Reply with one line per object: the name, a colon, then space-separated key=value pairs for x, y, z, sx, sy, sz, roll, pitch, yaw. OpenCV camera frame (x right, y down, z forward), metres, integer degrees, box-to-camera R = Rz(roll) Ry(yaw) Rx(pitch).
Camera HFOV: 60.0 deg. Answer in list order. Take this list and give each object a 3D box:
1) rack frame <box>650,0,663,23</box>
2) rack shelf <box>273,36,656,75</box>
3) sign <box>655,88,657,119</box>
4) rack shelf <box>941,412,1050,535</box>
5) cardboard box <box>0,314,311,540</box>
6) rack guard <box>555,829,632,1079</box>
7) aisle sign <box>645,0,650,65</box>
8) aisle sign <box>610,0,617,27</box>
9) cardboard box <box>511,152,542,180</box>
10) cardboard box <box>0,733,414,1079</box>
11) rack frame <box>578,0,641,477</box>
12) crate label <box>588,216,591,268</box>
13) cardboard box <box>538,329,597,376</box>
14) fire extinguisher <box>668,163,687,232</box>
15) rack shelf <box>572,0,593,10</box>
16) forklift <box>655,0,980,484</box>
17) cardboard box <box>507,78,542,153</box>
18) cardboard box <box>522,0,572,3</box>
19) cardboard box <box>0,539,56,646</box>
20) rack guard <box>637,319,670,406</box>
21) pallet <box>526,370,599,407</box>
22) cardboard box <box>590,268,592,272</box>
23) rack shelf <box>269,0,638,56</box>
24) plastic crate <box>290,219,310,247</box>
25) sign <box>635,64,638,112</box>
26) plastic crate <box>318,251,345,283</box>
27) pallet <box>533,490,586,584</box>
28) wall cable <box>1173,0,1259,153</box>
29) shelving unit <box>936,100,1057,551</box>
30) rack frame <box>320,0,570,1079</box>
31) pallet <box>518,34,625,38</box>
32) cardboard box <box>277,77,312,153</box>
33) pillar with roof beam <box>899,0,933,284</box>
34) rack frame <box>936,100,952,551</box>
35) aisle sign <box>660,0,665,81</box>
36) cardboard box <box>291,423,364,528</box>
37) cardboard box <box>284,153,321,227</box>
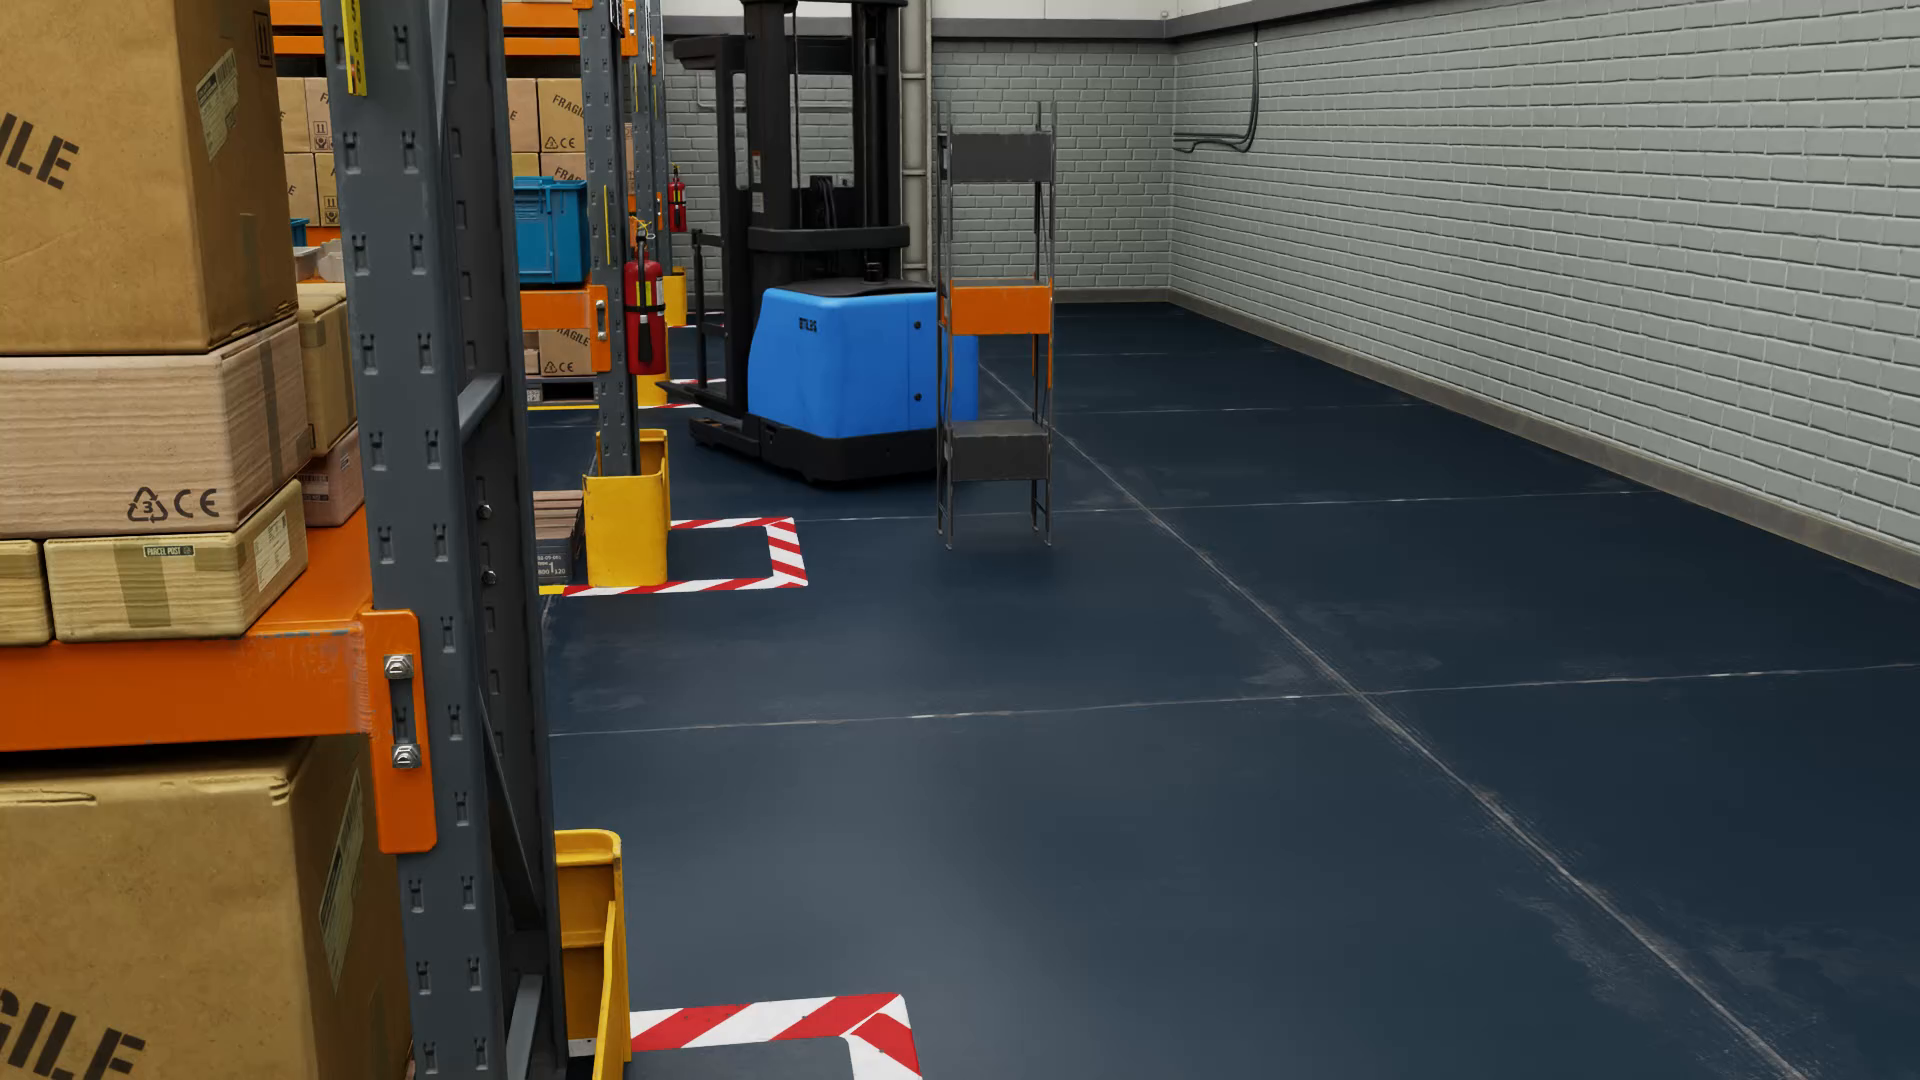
rack frame: x=-3.064 y=-6.676 z=16.341 sx=0.127 sy=3.000 sz=1.000 roll=-2 pitch=14 yaw=-8
rack shelf: x=-5.041 y=-4.799 z=16.504 sx=4.000 sy=0.370 sz=1.077 roll=-2 pitch=14 yaw=-8
sign: x=-2.997 y=-4.311 z=16.379 sx=0.005 sy=0.325 sz=0.100 roll=-2 pitch=14 yaw=-8
rack shelf: x=0.164 y=-0.332 z=8.164 sx=0.480 sy=0.518 sz=0.431 roll=-2 pitch=14 yaw=-8
cardboard box: x=-1.290 y=-0.181 z=2.476 sx=0.500 sy=0.250 sz=0.500 roll=-2 pitch=14 yaw=-9
rack guard: x=-0.826 y=1.020 z=3.126 sx=0.348 sy=0.500 sz=1.175 roll=-2 pitch=14 yaw=-8
aisle sign: x=-2.209 y=-3.764 z=11.720 sx=0.004 sy=0.787 sz=0.394 roll=-2 pitch=14 yaw=-8
aisle sign: x=-1.473 y=-2.576 z=6.982 sx=0.004 sy=0.787 sz=0.394 roll=-2 pitch=14 yaw=-8
cardboard box: x=-3.237 y=-2.521 z=11.904 sx=0.500 sy=0.500 sz=0.500 roll=-2 pitch=14 yaw=-8
cardboard box: x=-1.471 y=0.678 z=2.856 sx=0.875 sy=0.875 sz=0.875 roll=-2 pitch=14 yaw=-8
rack frame: x=-1.588 y=-1.383 z=7.569 sx=0.127 sy=3.000 sz=1.000 roll=-2 pitch=14 yaw=-8
crate label: x=-1.881 y=-1.401 z=7.862 sx=0.303 sy=0.233 sz=0.416 roll=-2 pitch=14 yaw=-8
cardboard box: x=-2.823 y=-1.496 z=12.256 sx=0.500 sy=0.500 sz=0.500 roll=-2 pitch=14 yaw=-8
fire extinguisher: x=-2.846 y=-3.442 z=16.705 sx=0.183 sy=0.674 sz=0.296 roll=-2 pitch=14 yaw=-8
rack shelf: x=-3.565 y=-2.416 z=7.002 sx=4.000 sy=0.370 sz=1.077 roll=-2 pitch=14 yaw=-8
forklift: x=-1.078 y=-2.048 z=10.364 sx=1.130 sy=2.935 sz=3.031 roll=-9 pitch=16 yaw=-31
cardboard box: x=-3.221 y=-3.007 z=11.784 sx=0.500 sy=0.500 sz=0.500 roll=-2 pitch=14 yaw=-7
cardboard box: x=-2.791 y=-3.874 z=11.646 sx=0.500 sy=0.250 sz=0.500 roll=-2 pitch=14 yaw=-8
cardboard box: x=-1.410 y=0.033 z=2.442 sx=0.250 sy=0.149 sz=0.380 roll=-2 pitch=14 yaw=-8
rack guard: x=-2.397 y=-1.359 z=12.613 sx=0.348 sy=0.500 sz=1.175 roll=-2 pitch=14 yaw=-8
pallet: x=-3.185 y=-1.190 z=12.532 sx=1.213 sy=0.211 sz=1.003 roll=-2 pitch=14 yaw=-8
cardboard box: x=-3.741 y=-2.707 z=17.127 sx=0.500 sy=0.500 sz=0.700 roll=-2 pitch=14 yaw=-8
rack shelf: x=-4.300 y=-3.608 z=11.754 sx=4.000 sy=0.370 sz=1.077 roll=-2 pitch=14 yaw=-8
plastic crate: x=-3.183 y=-1.353 z=7.672 sx=0.300 sy=0.233 sz=0.416 roll=-2 pitch=14 yaw=-8
sign: x=-2.259 y=-3.155 z=11.606 sx=0.005 sy=0.325 sz=0.100 roll=-2 pitch=14 yaw=-8
plastic crate: x=-2.656 y=-1.204 z=7.274 sx=0.243 sy=0.136 sz=0.396 roll=-2 pitch=14 yaw=-8
pallet: x=-2.409 y=-0.010 z=7.826 sx=1.213 sy=0.211 sz=1.003 roll=-2 pitch=14 yaw=-8
wall cable: x=2.582 y=-5.288 z=17.193 sx=0.112 sy=2.526 sz=3.097 roll=-2 pitch=14 yaw=-8
shelving unit: x=0.164 y=-1.024 z=7.990 sx=0.503 sy=2.100 sz=0.431 roll=-2 pitch=14 yaw=-8
rack frame: x=-0.850 y=-0.191 z=2.818 sx=0.127 sy=3.000 sz=1.000 roll=-2 pitch=14 yaw=-8
pallet: x=-3.796 y=-5.148 z=16.600 sx=1.213 sy=0.211 sz=1.003 roll=-2 pitch=14 yaw=-8
cardboard box: x=-4.751 y=-2.949 z=11.555 sx=0.500 sy=0.500 sz=0.500 roll=-3 pitch=14 yaw=-10
pillar with roof beam: x=0.119 y=-5.946 z=13.432 sx=0.400 sy=9.000 sz=9.100 roll=-2 pitch=14 yaw=-8
rack frame: x=-0.078 y=-1.016 z=7.955 sx=0.015 sy=2.100 sz=0.400 roll=-2 pitch=14 yaw=-8
aisle sign: x=-2.948 y=-4.957 z=16.477 sx=0.004 sy=0.787 sz=0.394 roll=-2 pitch=14 yaw=-8
cardboard box: x=-1.250 y=-0.136 z=3.114 sx=0.250 sy=0.149 sz=0.380 roll=-2 pitch=14 yaw=-8
cardboard box: x=-4.732 y=-2.468 z=11.689 sx=0.500 sy=0.500 sz=0.500 roll=-2 pitch=14 yaw=-9
